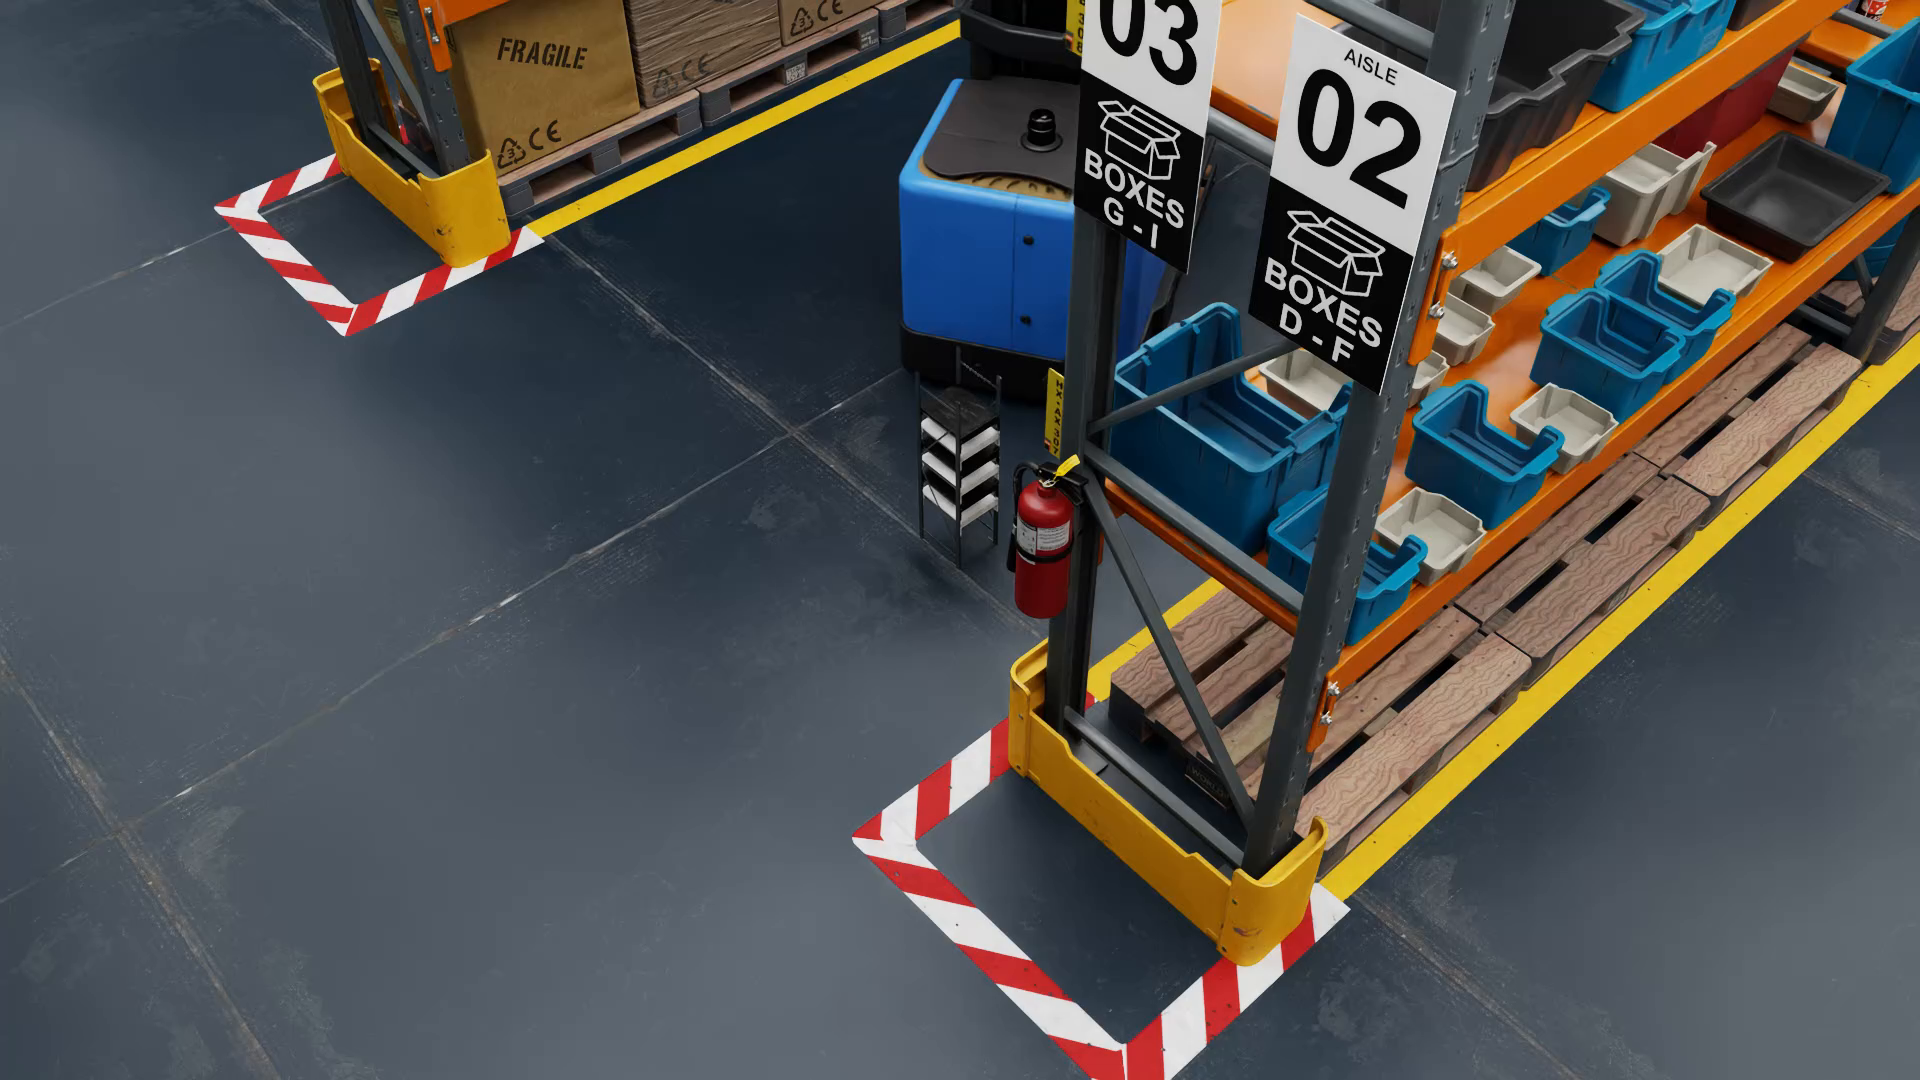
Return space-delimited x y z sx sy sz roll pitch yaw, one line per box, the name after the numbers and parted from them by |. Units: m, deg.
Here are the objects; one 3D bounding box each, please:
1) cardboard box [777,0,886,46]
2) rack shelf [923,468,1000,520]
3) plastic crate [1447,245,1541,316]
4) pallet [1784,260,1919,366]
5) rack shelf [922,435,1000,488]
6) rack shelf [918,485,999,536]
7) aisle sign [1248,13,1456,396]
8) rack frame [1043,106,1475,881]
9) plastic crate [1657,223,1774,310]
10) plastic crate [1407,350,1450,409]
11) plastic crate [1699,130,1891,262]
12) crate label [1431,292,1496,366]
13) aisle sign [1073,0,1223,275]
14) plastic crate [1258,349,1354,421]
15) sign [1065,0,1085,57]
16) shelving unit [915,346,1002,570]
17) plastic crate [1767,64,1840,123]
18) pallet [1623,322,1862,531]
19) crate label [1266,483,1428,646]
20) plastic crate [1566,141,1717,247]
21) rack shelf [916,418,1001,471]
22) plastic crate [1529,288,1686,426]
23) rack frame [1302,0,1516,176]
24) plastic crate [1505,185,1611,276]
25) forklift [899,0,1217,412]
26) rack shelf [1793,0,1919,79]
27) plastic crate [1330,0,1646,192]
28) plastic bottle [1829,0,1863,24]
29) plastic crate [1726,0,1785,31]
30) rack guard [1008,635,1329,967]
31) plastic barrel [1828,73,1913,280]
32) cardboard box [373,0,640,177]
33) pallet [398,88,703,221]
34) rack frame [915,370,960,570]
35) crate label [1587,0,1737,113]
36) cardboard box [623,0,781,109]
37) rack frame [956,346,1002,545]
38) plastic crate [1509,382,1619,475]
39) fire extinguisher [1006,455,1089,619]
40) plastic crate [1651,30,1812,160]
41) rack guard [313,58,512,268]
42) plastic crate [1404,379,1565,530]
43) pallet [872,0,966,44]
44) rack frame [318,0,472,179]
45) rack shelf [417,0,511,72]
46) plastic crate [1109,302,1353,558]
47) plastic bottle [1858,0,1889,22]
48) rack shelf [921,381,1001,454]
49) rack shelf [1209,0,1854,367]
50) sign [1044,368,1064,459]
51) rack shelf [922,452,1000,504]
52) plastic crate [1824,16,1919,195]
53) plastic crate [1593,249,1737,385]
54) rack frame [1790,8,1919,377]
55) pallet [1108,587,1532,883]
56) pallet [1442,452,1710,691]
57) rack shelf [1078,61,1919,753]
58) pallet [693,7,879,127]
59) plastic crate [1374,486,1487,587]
-0.906 -3.383 8.991 0.875 0.875 0.875 -34 56 -27 | cardboard box
-0.006 -0.218 6.506 0.200 0.077 0.258 -34 56 -27 | rack shelf
1.777 -0.894 5.672 0.250 0.136 0.298 -34 56 -27 | plastic crate
4.233 -1.409 7.907 1.213 0.211 1.003 -34 56 -27 | pallet
-0.006 -0.340 6.374 0.200 0.077 0.258 -34 56 -27 | rack shelf
-0.006 -0.156 6.572 0.200 0.077 0.258 -34 56 -27 | rack shelf
0.821 -0.703 3.589 0.004 0.787 0.394 -34 56 -27 | aisle sign
0.675 -0.018 4.726 0.127 3.000 1.000 -34 56 -27 | rack frame
2.548 -0.902 5.680 0.466 0.136 0.293 -34 56 -27 | plastic crate
1.381 -0.586 5.388 0.243 0.136 0.396 -34 56 -27 | plastic crate
2.987 -1.223 5.984 0.590 0.125 0.437 -34 56 -27 | plastic crate
1.570 -0.737 5.528 0.243 0.136 0.396 -34 56 -27 | crate label
0.425 -1.023 3.885 0.004 0.787 0.394 -34 56 -27 | aisle sign
1.156 -0.451 5.264 0.243 0.136 0.396 -34 56 -27 | plastic crate
0.293 -1.291 3.930 0.005 0.325 0.100 -34 56 -27 | sign
-0.006 -0.301 6.416 0.210 0.900 0.258 -34 56 -27 | shelving unit
3.194 -1.774 6.485 0.243 0.136 0.396 -34 56 -27 | plastic crate
3.116 -0.666 7.221 1.213 0.211 1.003 -34 56 -27 | pallet
1.079 0.075 4.713 0.303 0.233 0.416 -34 56 -27 | crate label
2.381 -1.321 5.968 0.530 0.282 0.437 -34 56 -27 | plastic crate
-0.006 -0.401 6.308 0.200 0.077 0.258 -34 56 -27 | rack shelf
2.053 -0.576 5.313 0.300 0.233 0.416 -34 56 -27 | plastic crate
0.675 -2.053 2.521 0.127 3.000 1.000 -34 56 -27 | rack frame
2.022 -1.137 5.831 0.300 0.233 0.416 -34 56 -27 | plastic crate
0.652 -2.645 7.197 1.130 2.935 3.031 12 49 11 | forklift
5.114 -2.741 7.727 4.000 0.370 1.077 -34 56 -27 | rack shelf
1.147 -1.030 3.707 0.590 0.269 0.497 -34 56 -27 | plastic crate
3.709 -2.324 6.938 0.135 0.276 0.152 -34 56 -27 | plastic bottle
1.990 -1.620 4.205 0.767 0.338 0.504 -34 56 -27 | plastic crate
0.666 0.848 5.627 0.348 0.500 1.175 -34 56 -27 | rack guard
4.048 -1.686 7.407 0.708 0.901 0.600 -34 56 -27 | plastic barrel
-2.237 -2.493 8.170 0.875 0.875 0.875 -34 56 -27 | cardboard box
-2.118 -2.204 8.640 1.213 0.211 1.003 -34 56 -27 | pallet
-0.081 -0.251 6.369 0.006 0.900 0.240 -34 56 -27 | rack frame
1.575 -1.265 3.937 0.502 0.251 0.408 -34 56 -27 | crate label
-1.564 -2.943 8.585 0.875 0.875 0.875 -34 56 -27 | cardboard box
0.069 -0.351 6.462 0.006 0.900 0.240 -34 56 -27 | rack frame
1.874 -0.341 5.162 0.298 0.136 0.250 -34 56 -27 | plastic crate
0.258 -0.038 5.050 0.183 0.674 0.296 -34 56 -27 | fire extinguisher
2.805 -1.733 6.224 0.583 0.464 0.402 -34 56 -27 | plastic crate
-2.675 -1.852 8.119 0.348 0.500 1.175 -34 56 -27 | rack guard
1.566 -0.250 5.013 0.300 0.233 0.416 -34 56 -27 | plastic crate
-0.313 -3.410 9.753 1.213 0.211 1.003 -34 56 -27 | pallet
-2.657 -2.711 7.211 0.127 3.000 1.000 -34 56 -27 | rack frame
-1.177 -3.456 8.388 4.000 0.370 1.077 -34 56 -27 | rack shelf
0.797 -0.318 4.937 0.499 0.435 0.616 -34 56 -27 | plastic crate
3.806 -2.241 6.912 0.097 0.201 0.097 0 47 0 | plastic bottle
-0.006 -0.462 6.242 0.200 0.077 0.258 -34 56 -27 | rack shelf
2.155 -1.780 4.800 4.000 0.370 1.077 -34 56 -27 | rack shelf
0.293 -0.365 4.934 0.005 0.325 0.100 -34 56 -27 | sign
-0.006 -0.279 6.440 0.200 0.077 0.258 -34 56 -27 | rack shelf
3.518 -1.595 6.150 0.575 0.384 0.392 -34 56 -27 | plastic crate
2.275 -0.724 5.450 0.300 0.233 0.416 -34 56 -27 | plastic crate
3.634 -1.996 6.551 0.127 3.000 1.000 -34 56 -27 | rack frame
1.311 0.541 6.107 1.213 0.211 1.003 -34 56 -27 | pallet
2.213 -0.059 6.661 1.213 0.211 1.003 -34 56 -27 | pallet
2.155 -0.763 5.903 4.000 0.370 1.077 -34 56 -27 | rack shelf
-1.216 -2.804 9.193 1.213 0.211 1.003 -34 56 -27 | pallet
1.372 -0.006 4.853 0.298 0.136 0.250 -34 56 -27 | plastic crate
